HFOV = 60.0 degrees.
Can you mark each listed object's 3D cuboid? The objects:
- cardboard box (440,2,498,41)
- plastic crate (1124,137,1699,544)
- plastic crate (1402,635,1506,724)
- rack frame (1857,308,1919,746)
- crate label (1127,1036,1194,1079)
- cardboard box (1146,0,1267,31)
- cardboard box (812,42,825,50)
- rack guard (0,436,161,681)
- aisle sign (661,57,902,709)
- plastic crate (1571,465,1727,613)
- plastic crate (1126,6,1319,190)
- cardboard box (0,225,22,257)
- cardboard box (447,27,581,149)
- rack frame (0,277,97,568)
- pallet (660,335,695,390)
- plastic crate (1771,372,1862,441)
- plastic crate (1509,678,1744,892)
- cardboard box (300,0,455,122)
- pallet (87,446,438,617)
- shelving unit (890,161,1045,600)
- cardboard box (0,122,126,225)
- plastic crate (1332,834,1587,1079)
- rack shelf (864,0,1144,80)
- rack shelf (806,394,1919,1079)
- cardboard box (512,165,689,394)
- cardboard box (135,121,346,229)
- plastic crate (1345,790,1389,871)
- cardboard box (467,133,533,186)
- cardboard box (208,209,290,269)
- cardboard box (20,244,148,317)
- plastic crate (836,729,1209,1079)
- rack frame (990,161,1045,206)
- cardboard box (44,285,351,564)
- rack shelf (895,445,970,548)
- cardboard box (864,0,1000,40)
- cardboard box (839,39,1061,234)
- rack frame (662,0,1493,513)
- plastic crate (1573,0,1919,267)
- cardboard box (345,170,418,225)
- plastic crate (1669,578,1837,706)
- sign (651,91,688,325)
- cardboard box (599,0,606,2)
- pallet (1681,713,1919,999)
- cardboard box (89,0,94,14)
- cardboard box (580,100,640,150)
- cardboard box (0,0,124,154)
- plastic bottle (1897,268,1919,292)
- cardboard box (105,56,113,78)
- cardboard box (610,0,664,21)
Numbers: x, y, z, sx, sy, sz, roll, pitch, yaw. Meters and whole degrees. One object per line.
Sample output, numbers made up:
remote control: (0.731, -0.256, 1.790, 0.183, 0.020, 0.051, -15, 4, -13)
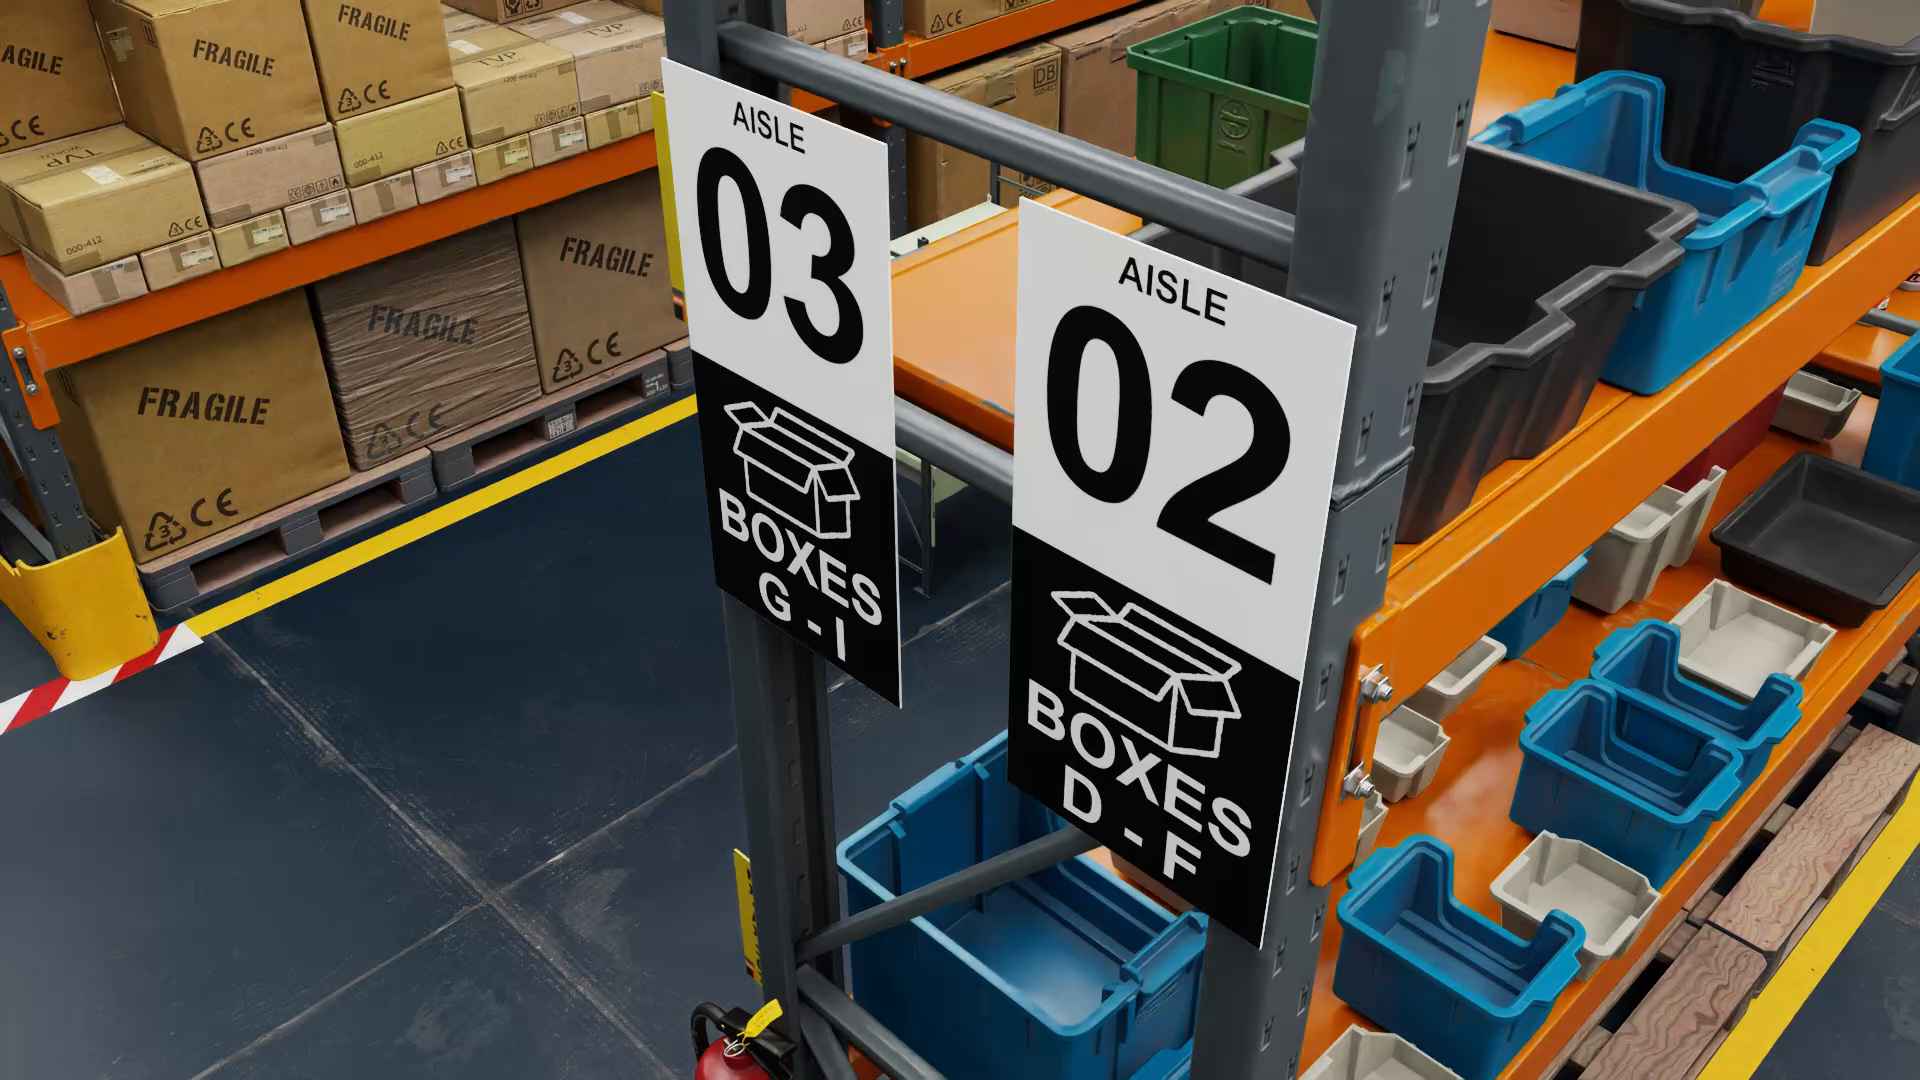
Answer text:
cardboard box: (-2.241, -2.008, 6.878, 0.500, 0.250, 0.500, 30, 45, 35)
plastic crate: (0.509, -0.243, 1.968, 0.497, 0.269, 0.590, 30, 45, 35)
plastic crate: (1.075, 0.295, 3.883, 0.298, 0.136, 0.250, 30, 45, 35)
rack frame: (2.858, -0.646, 5.054, 1.000, 3.000, 0.127, 30, 45, 35)
crate label: (0.448, 1.054, 2.710, 0.416, 0.233, 0.303, 30, 45, 35)
cardboard box: (1.027, -2.936, 9.828, 1.225, 0.875, 0.875, 30, 45, 35)
cardboard box: (-0.820, -2.178, 7.471, 0.250, 0.149, 0.380, -29, 44, -35)
rack guard: (-3.492, 0.017, 6.289, 1.175, 0.500, 0.348, 30, 45, 35)
aisle sign: (-0.219, -0.177, 2.109, 0.394, 0.787, 0.004, 30, 45, 35)
plastic crate: (1.652, -0.076, 4.288, 0.437, 0.282, 0.530, 30, 45, 35)
plastic crate: (0.532, -0.681, 2.667, 0.450, 0.188, 0.336, 30, 45, 35)
cardboard box: (-3.458, -1.193, 6.057, 0.250, 0.149, 0.380, -29, 44, -35)
cardboard box: (-1.863, -1.795, 6.573, 0.500, 0.250, 0.500, 29, 44, 34)
rack frame: (-3.475, -1.018, 5.588, 1.000, 3.000, 0.127, 30, 45, 35)
pallet: (-1.248, -1.221, 8.317, 1.003, 0.211, 1.213, 30, 45, 35)
plastic crate: (2.429, -0.431, 4.924, 0.396, 0.136, 0.243, 30, 45, 35)
plastic crate: (1.375, 0.520, 3.476, 0.416, 0.233, 0.300, 30, 45, 35)
cardboard box: (-2.232, -1.888, 6.051, 0.500, 0.500, 0.500, 28, 44, 34)
pallet: (-2.967, -0.231, 6.896, 1.003, 0.211, 1.213, 30, 45, 35)
shelving unit: (0.005, -0.618, 6.325, 0.431, 1.500, 0.755, 30, 45, 35)
cardboard box: (-3.322, -1.383, 5.981, 0.500, 0.250, 0.500, 29, 44, 35)
plastic crate: (0.912, 0.787, 3.093, 0.416, 0.233, 0.300, 30, 45, 35)
rack shelf: (0.753, -3.159, 9.286, 1.077, 0.370, 4.000, 30, 45, 35)
rack shelf: (1.449, 0.461, 4.096, 1.077, 0.370, 4.000, 30, 45, 35)
cardboard box: (-1.812, -1.342, 7.542, 0.875, 0.875, 0.875, 30, 45, 35)
cardboard box: (-2.583, -1.379, 5.976, 0.500, 0.250, 0.500, 29, 44, 35)
plastic crate: (0.701, 0.546, 3.524, 0.396, 0.136, 0.243, 30, 45, 35)
cardboard box: (-1.908, -1.551, 6.572, 0.380, 0.149, 0.250, 28, 44, 34)
cardboard box: (-2.631, -1.135, 5.975, 0.380, 0.149, 0.250, 28, 44, 34)
cardboard box: (-2.990, -0.926, 5.676, 0.250, 0.149, 0.380, -29, 44, -35)
plastic crate: (0.143, 0.727, 3.001, 0.616, 0.435, 0.499, 30, 45, 35)
rack frame: (0.263, -0.766, 6.538, 0.400, 1.500, 0.023, 30, 45, 35)
cardboard box: (-3.081, -0.611, 6.494, 0.875, 0.875, 0.875, 30, 45, 35)
rack shelf: (0.005, -0.350, 6.511, 0.431, 0.370, 0.720, 30, 45, 35)
cardboard box: (-0.155, -2.769, 8.011, 0.500, 0.500, 0.500, -30, 45, -35)
cardboard box: (-0.220, -2.211, 8.788, 1.225, 0.875, 0.875, 30, 45, 35)
rack frame: (0.040, -1.483, 1.010, 1.000, 3.000, 0.127, 30, 45, 35)
plastic crate: (1.312, -0.736, 2.616, 0.504, 0.338, 0.767, 30, 45, 35)
cardboard box: (-2.268, -1.344, 6.275, 0.380, 0.149, 0.250, 29, 44, 34)
plastic crate: (1.845, 0.266, 3.925, 0.293, 0.136, 0.466, 30, 45, 35)
sign: (-0.362, -0.425, 2.206, 0.100, 0.325, 0.005, 30, 45, 35)
cardboard box: (-1.527, -2.418, 7.465, 0.500, 0.250, 0.500, 29, 44, 35)
pallet: (2.368, 0.812, 5.401, 1.003, 0.211, 1.213, 30, 45, 35)
cardboard box: (-5.412, -3.333, 10.512, 0.380, 0.149, 0.250, 28, 43, 34)
cardboard box: (-1.544, -1.762, 6.873, 0.380, 0.149, 0.250, 29, 44, 35)
cardboard box: (-3.318, -1.690, 5.767, 0.500, 0.500, 0.500, -29, 44, -35)
plastic bottle: (3.266, -0.960, 5.678, 0.097, 0.201, 0.097, 0, 35, 0)
cardboard box: (-5.293, -2.955, 10.230, 0.250, 0.149, 0.380, -28, 43, -34)
cardboard box: (-1.144, -2.207, 7.163, 0.500, 0.250, 0.500, -28, 44, -34)
